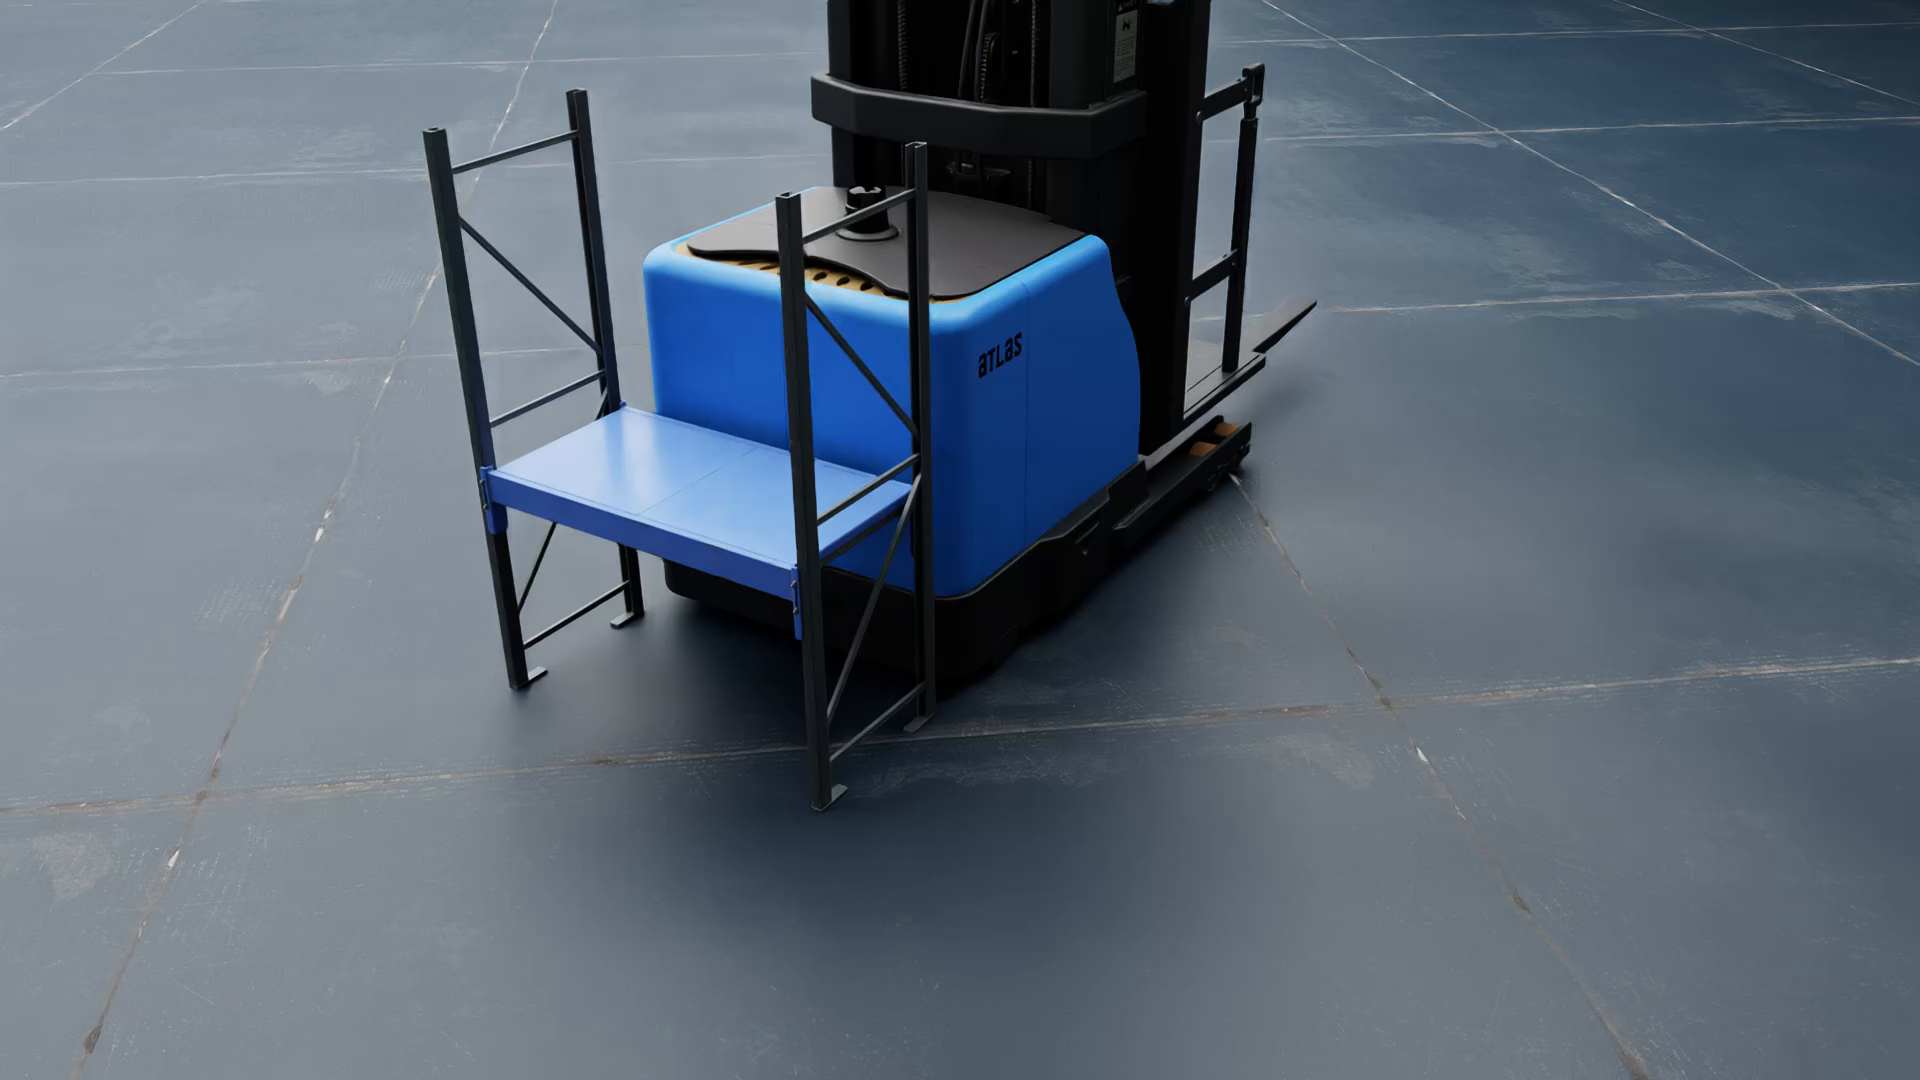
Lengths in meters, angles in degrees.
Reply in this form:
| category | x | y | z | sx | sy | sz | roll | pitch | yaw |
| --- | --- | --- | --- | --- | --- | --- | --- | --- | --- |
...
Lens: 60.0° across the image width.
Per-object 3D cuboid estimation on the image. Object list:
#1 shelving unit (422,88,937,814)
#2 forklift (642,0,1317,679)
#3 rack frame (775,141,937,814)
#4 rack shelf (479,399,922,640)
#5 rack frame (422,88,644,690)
| category | x | y | z | sx | sy | sz | roll | pitch | yaw |
| --- | --- | --- | --- | --- | --- | --- | --- | --- | --- |
| shelving unit | -0.643 | -0.237 | 4.063 | 1.048 | 1.500 | 0.538 | 16 | 32 | 29 |
| forklift | 0.345 | -1.568 | 5.095 | 1.130 | 2.935 | 3.031 | 16 | 31 | 28 |
| rack frame | -0.214 | -0.112 | 3.820 | 0.032 | 1.500 | 0.500 | 16 | 32 | 29 |
| rack shelf | -0.641 | -0.078 | 4.147 | 1.000 | 0.185 | 0.538 | 16 | 32 | 29 |
| rack frame | -1.071 | -0.362 | 4.307 | 0.032 | 1.500 | 0.500 | 16 | 32 | 29 |
